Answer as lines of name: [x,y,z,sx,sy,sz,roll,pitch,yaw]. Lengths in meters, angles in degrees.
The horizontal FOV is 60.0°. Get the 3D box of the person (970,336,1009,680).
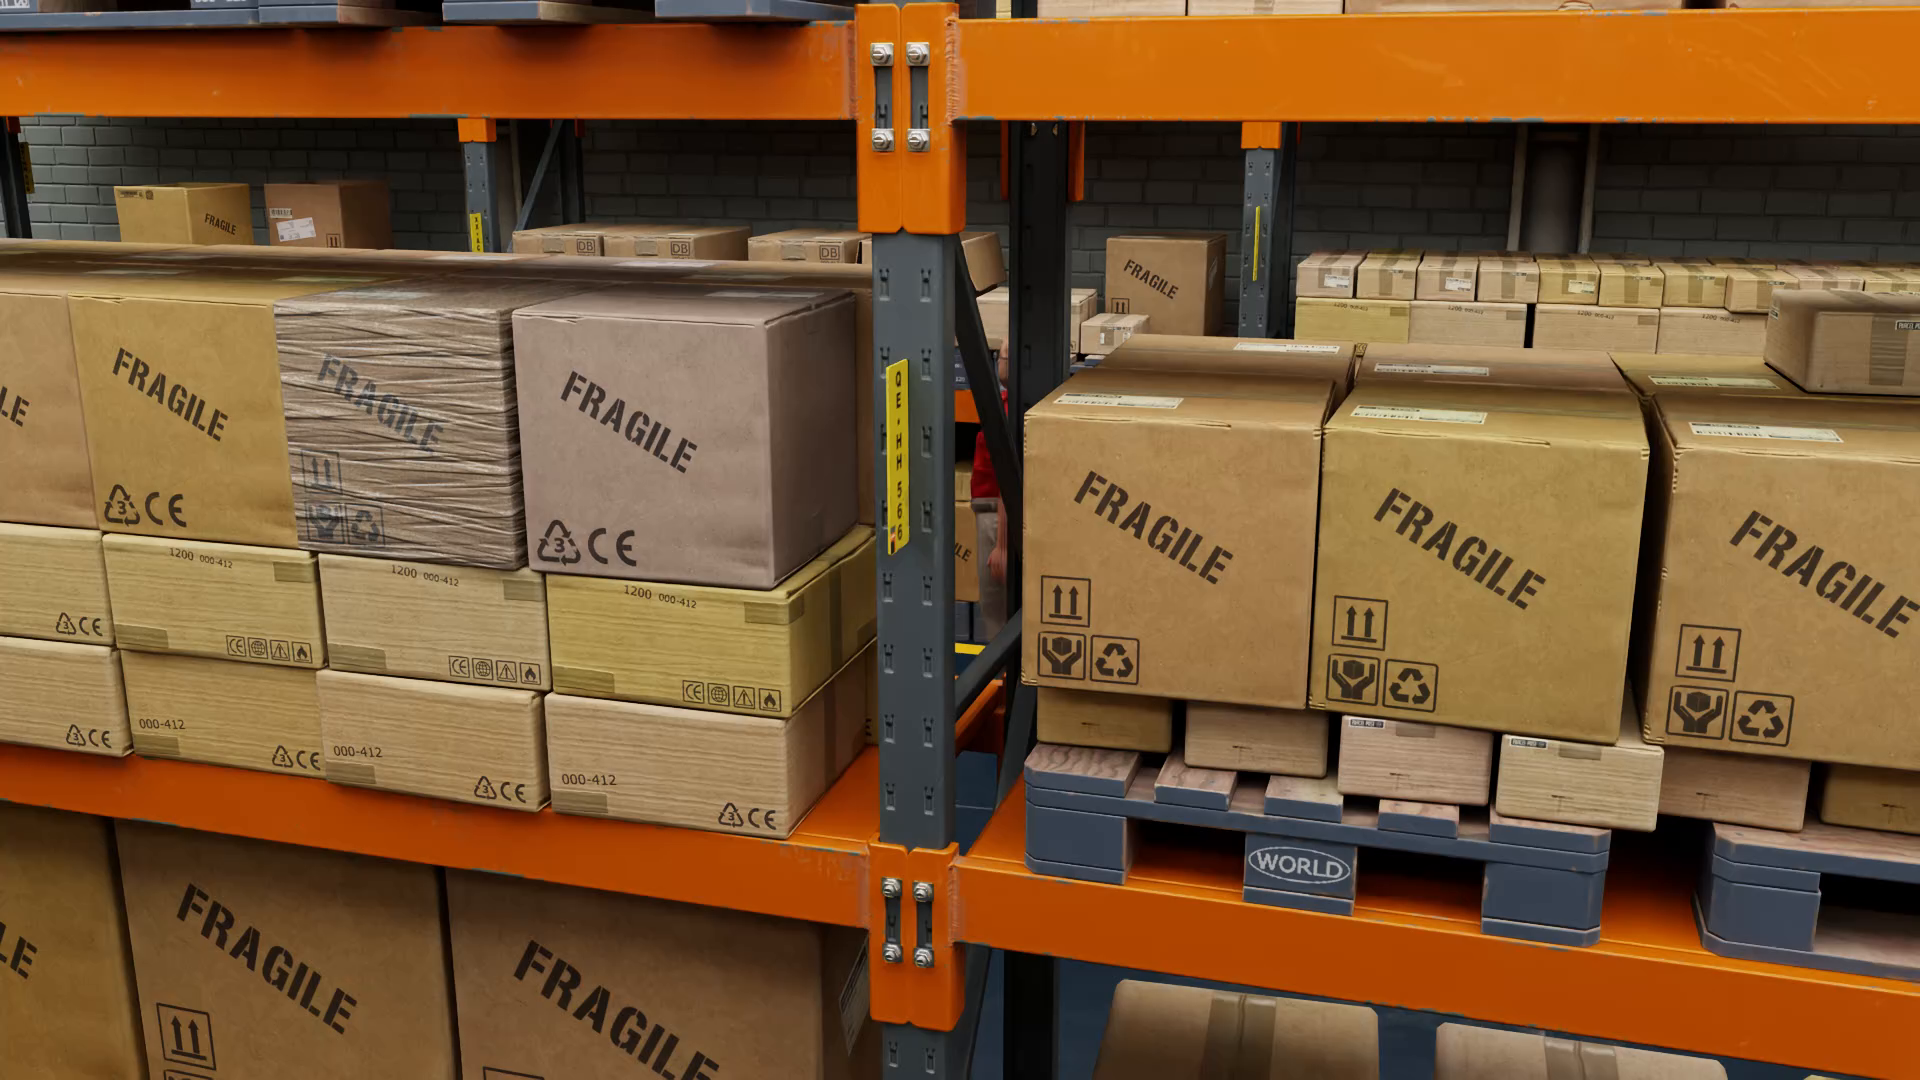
person: [0.246,-0.032,7.105,0.417,1.727,0.556,7,16,23]
